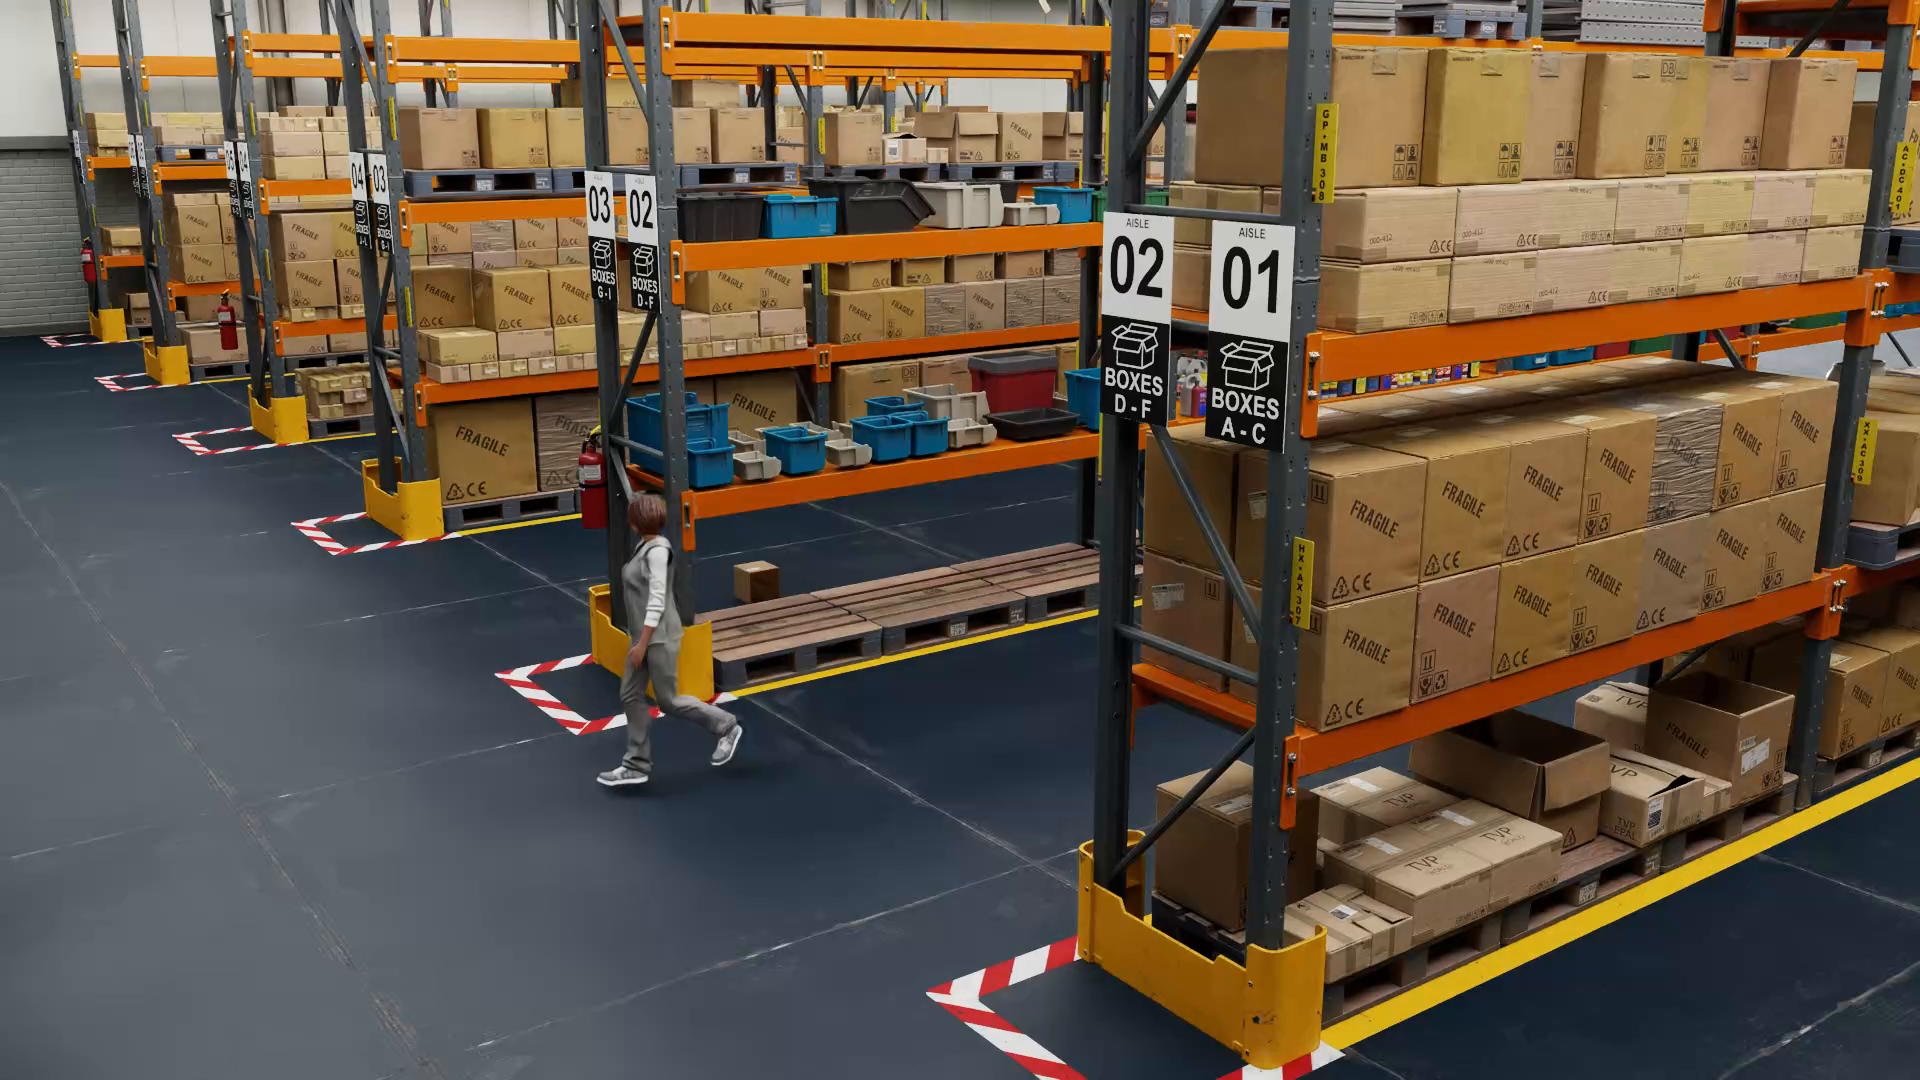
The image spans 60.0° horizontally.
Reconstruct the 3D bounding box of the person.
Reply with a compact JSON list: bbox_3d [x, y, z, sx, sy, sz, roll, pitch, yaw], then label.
[{"bbox_3d":[-1.609,0.534,8.996,0.806,1.540,0.479,-6,16,-23],"label":"person"}]
